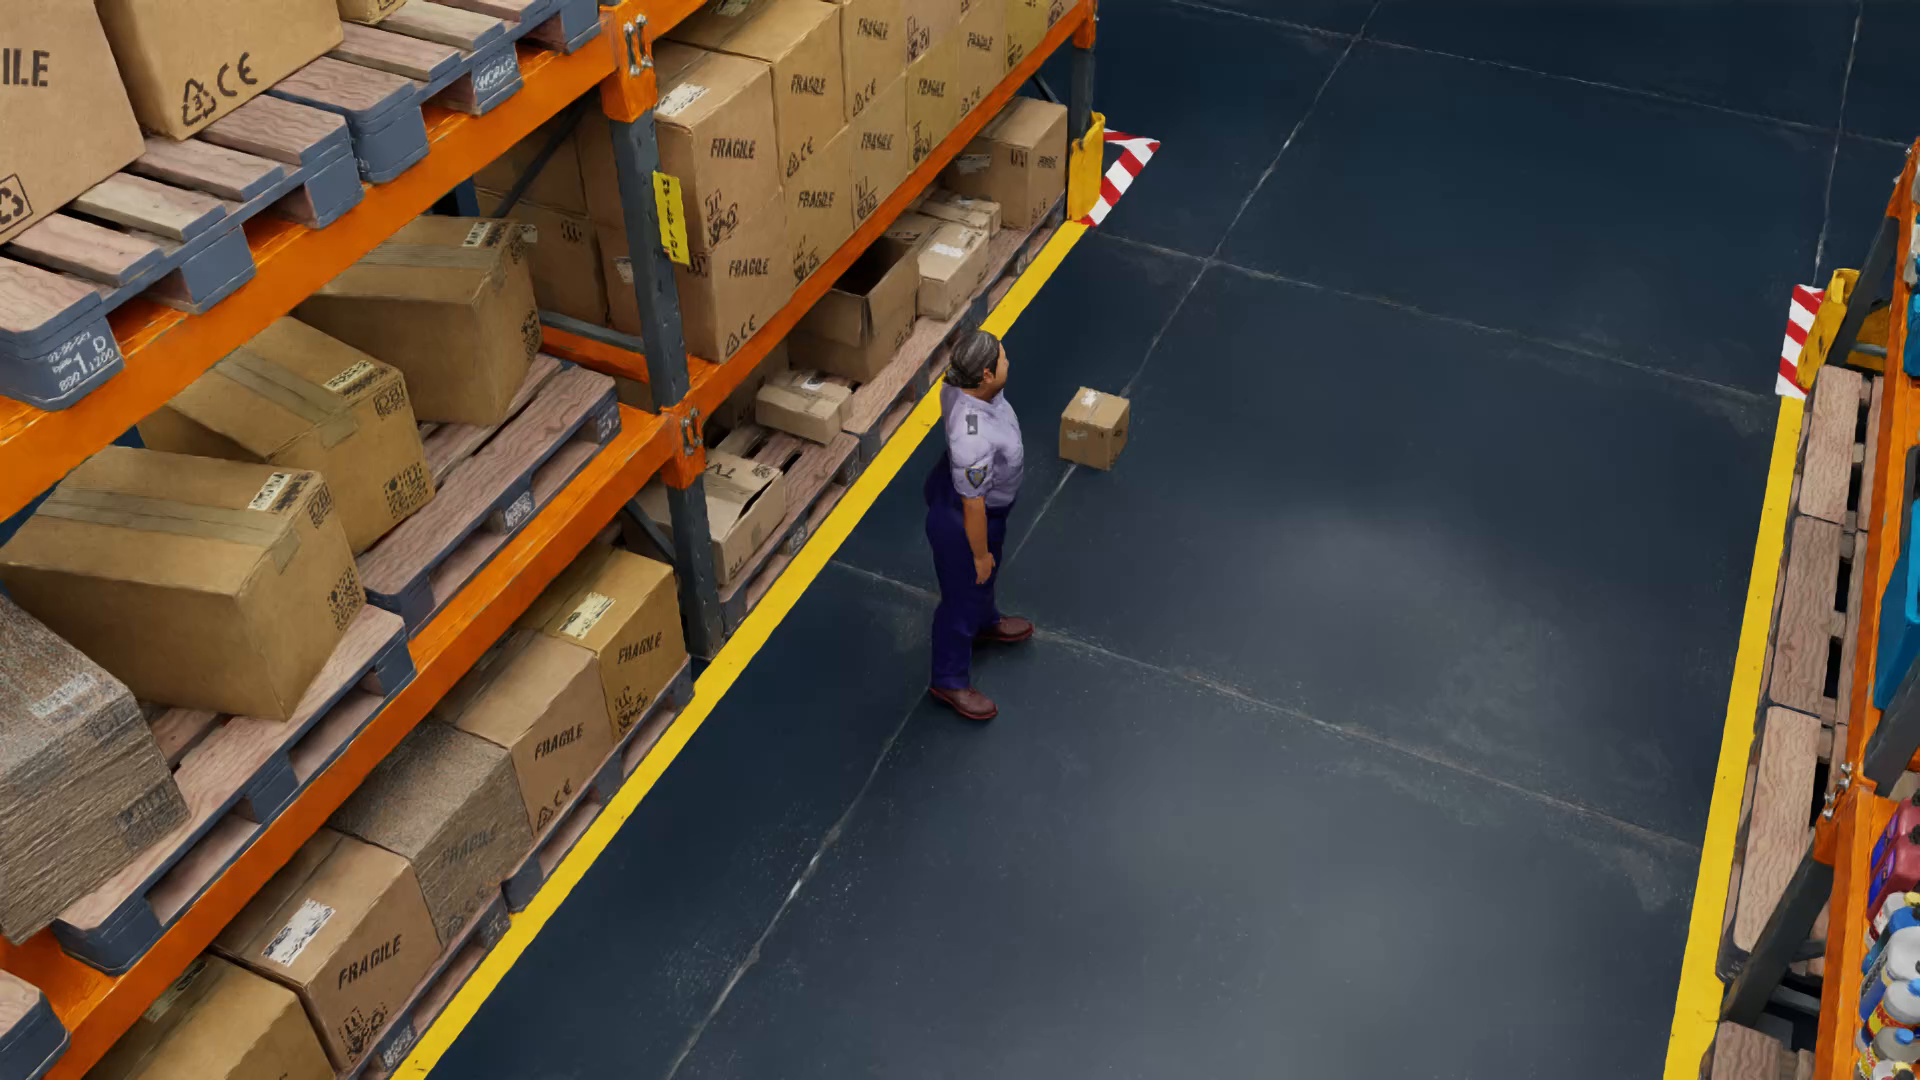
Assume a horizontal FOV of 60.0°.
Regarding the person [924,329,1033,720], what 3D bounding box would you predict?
[{"bbox_3d":[0.089,-0.086,6.238,0.443,1.645,0.575,-2,42,-2],"label":"person"}]
